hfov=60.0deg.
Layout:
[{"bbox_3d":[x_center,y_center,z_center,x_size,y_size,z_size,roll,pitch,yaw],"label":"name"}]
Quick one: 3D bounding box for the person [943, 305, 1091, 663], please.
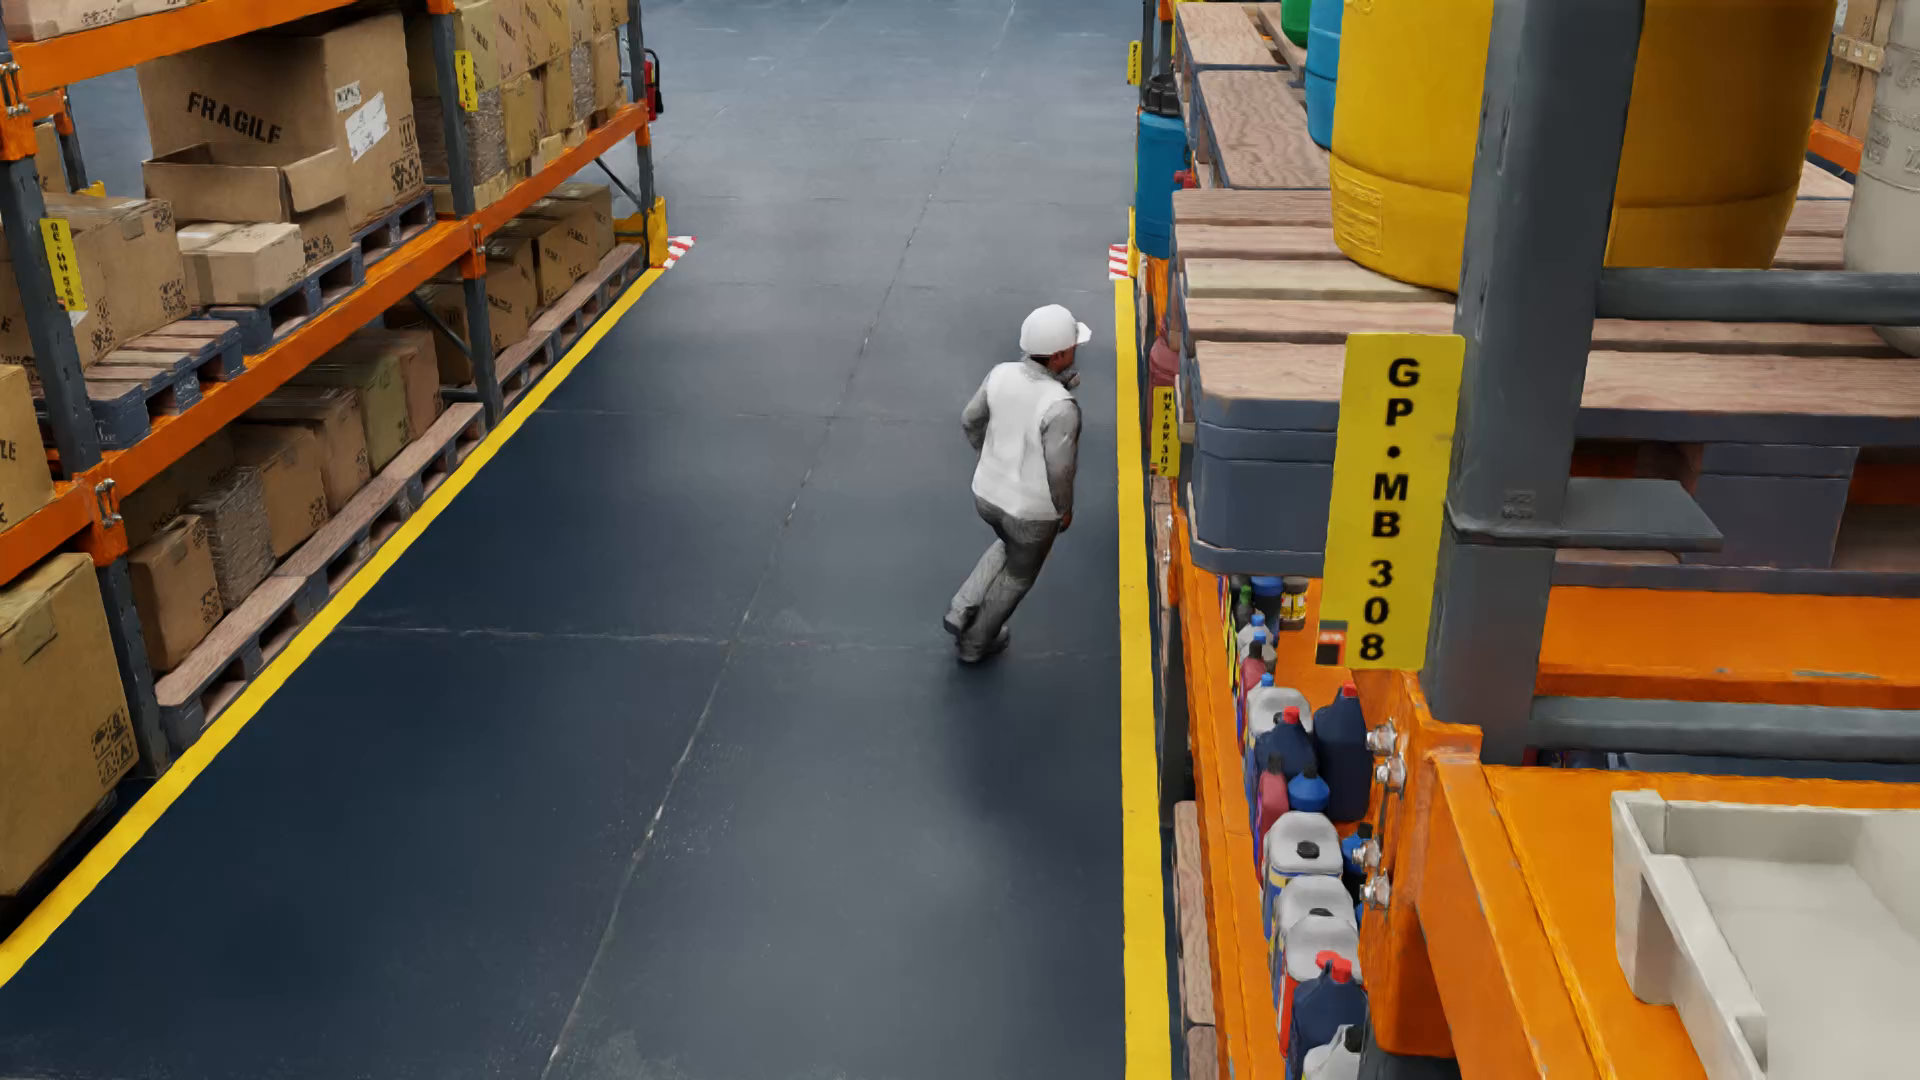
[{"bbox_3d":[0.272,-0.219,7.141,0.702,1.698,0.483,21,32,38],"label":"person"}]
